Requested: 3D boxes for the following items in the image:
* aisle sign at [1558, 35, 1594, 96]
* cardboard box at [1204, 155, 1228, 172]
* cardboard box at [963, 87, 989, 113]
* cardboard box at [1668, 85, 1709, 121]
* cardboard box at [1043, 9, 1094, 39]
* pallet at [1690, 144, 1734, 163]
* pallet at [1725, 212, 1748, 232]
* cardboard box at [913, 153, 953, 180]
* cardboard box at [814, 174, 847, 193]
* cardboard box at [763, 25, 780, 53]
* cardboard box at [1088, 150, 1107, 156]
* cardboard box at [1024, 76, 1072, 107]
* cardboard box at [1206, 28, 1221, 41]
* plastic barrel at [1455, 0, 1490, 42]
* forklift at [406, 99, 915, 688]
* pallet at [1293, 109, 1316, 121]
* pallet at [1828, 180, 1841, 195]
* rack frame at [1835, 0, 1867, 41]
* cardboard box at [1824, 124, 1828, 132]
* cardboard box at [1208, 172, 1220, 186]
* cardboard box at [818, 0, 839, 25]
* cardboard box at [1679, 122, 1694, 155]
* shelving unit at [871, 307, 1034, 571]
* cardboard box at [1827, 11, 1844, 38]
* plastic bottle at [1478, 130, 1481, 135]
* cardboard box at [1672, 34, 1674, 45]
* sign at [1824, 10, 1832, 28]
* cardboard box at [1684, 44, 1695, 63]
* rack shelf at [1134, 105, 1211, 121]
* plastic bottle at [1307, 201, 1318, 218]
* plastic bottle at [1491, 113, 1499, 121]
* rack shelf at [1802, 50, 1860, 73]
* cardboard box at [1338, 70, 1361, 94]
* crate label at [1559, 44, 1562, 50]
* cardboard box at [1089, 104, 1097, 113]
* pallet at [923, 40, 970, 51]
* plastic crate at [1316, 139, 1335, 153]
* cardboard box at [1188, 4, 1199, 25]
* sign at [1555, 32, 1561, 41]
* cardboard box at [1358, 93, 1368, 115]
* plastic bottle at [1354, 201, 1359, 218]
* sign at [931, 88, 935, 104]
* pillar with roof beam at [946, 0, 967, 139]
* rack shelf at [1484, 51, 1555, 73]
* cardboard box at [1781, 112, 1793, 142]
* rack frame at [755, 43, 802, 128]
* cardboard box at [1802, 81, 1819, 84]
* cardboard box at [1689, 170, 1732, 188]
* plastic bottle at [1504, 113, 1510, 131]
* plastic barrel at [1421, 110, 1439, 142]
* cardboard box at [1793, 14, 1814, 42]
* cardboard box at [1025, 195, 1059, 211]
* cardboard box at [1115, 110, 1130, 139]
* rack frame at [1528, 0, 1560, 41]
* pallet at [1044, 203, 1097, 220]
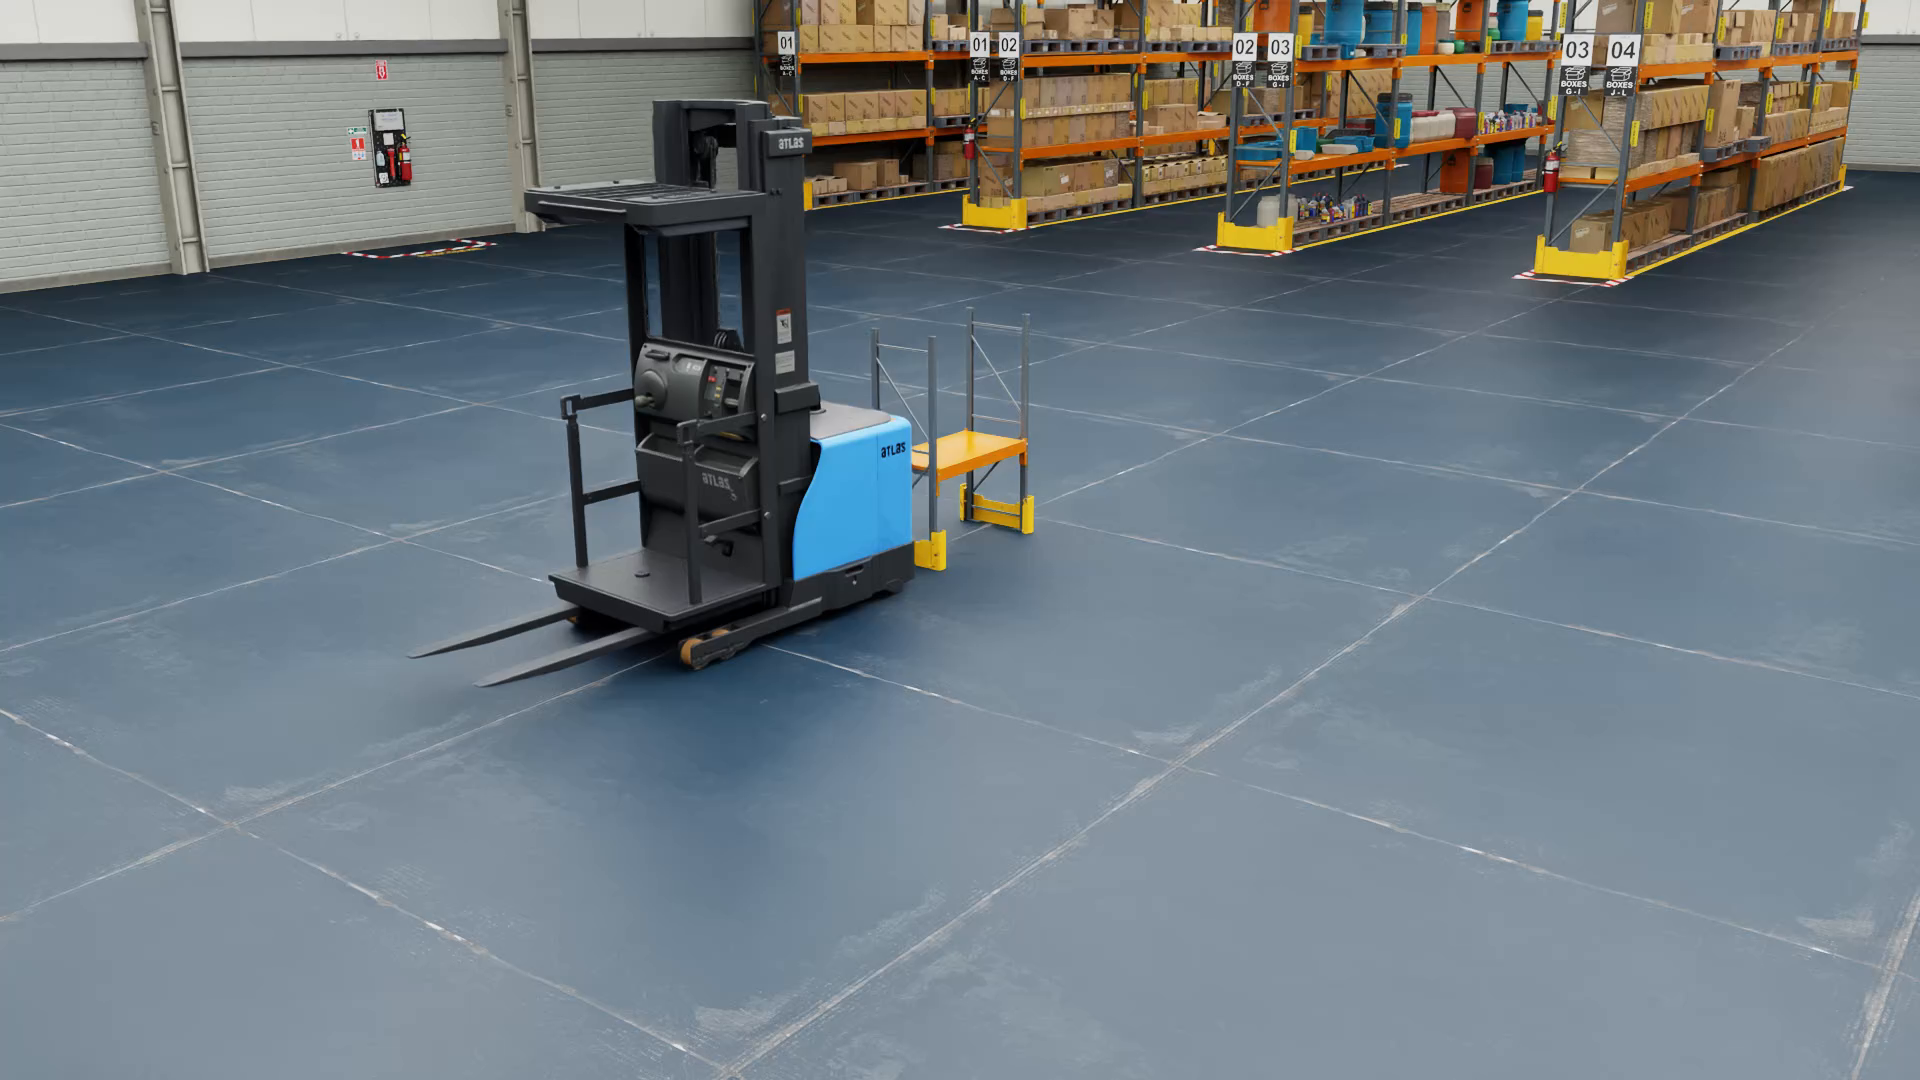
[{"bbox_3d":[8.283,-6.384,22.361,0.394,0.787,0.004,12,21,35],"label":"aisle sign"},{"bbox_3d":[5.260,-7.748,34.120,0.500,0.311,0.500,13,22,36],"label":"cardboard box"},{"bbox_3d":[0.397,-9.479,35.801,0.700,0.500,0.500,12,21,35],"label":"cardboard box"},{"bbox_3d":[10.897,-6.569,24.983,0.500,0.500,0.500,12,21,35],"label":"cardboard box"},{"bbox_3d":[1.908,-9.188,29.597,0.797,0.503,0.637,15,23,41],"label":"cardboard box"},{"bbox_3d":[11.516,-6.122,26.223,1.003,0.211,1.213,12,21,35],"label":"pallet"},{"bbox_3d":[12.861,-5.492,28.575,1.003,0.211,1.213,12,21,35],"label":"pallet"},{"bbox_3d":[-0.565,-7.878,35.027,0.700,0.500,0.500,13,22,37],"label":"cardboard box"},{"bbox_3d":[-2.549,-6.941,32.330,0.500,0.311,0.500,15,22,39],"label":"cardboard box"},{"bbox_3d":[-3.328,-9.364,31.081,0.500,0.500,0.500,14,22,39],"label":"cardboard box"},{"bbox_3d":[2.967,-9.373,39.284,0.750,0.750,0.750,13,22,36],"label":"cardboard box"},{"bbox_3d":[1.536,-7.891,29.241,0.700,0.500,0.500,13,21,35],"label":"cardboard box"},{"bbox_3d":[4.851,-10.077,33.122,0.500,0.250,0.500,13,22,36],"label":"cardboard box"},{"bbox_3d":[9.690,-9.858,31.441,0.600,0.830,0.708,12,21,35],"label":"plastic barrel"},{"bbox_3d":[-1.620,-0.869,9.100,1.130,2.935,3.031,14,22,39],"label":"forklift"},{"bbox_3d":[7.193,-9.451,36.945,1.003,0.211,1.213,12,21,35],"label":"pallet"},{"bbox_3d":[17.681,-7.379,34.651,1.003,0.211,1.213,12,21,35],"label":"pallet"},{"bbox_3d":[18.094,-11.780,34.006,1.000,3.000,0.127,12,21,35],"label":"rack frame"},{"bbox_3d":[16.926,-8.163,32.897,0.380,0.149,0.250,13,21,35],"label":"cardboard box"},{"bbox_3d":[4.952,-7.357,33.805,0.500,0.250,0.500,12,21,34],"label":"cardboard box"},{"bbox_3d":[-2.609,-9.857,30.982,0.500,0.500,0.500,12,21,34],"label":"cardboard box"},{"bbox_3d":[10.626,-6.151,25.323,0.875,0.500,0.500,12,21,35],"label":"cardboard box"},{"bbox_3d":[-0.045,-0.698,10.963,0.587,1.500,1.083,12,21,35],"label":"shelving unit"},{"bbox_3d":[16.878,-10.115,32.655,0.700,0.500,0.500,14,22,37],"label":"cardboard box"},{"bbox_3d":[9.867,-7.872,31.744,0.152,0.276,0.135,12,21,35],"label":"plastic bottle"},{"bbox_3d":[9.824,-7.052,23.418,0.380,0.149,0.250,12,21,34],"label":"cardboard box"},{"bbox_3d":[16.152,-9.699,30.958,0.100,0.325,0.005,12,21,35],"label":"sign"},{"bbox_3d":[10.263,-7.019,23.982,0.500,0.250,0.500,12,21,34],"label":"cardboard box"},{"bbox_3d":[4.968,-10.721,41.924,1.077,0.370,4.000,12,21,35],"label":"rack shelf"},{"bbox_3d":[5.920,-5.557,27.930,0.152,0.276,0.135,12,21,35],"label":"plastic bottle"},{"bbox_3d":[10.590,-8.270,32.900,0.144,0.351,0.185,12,21,35],"label":"plastic bottle"},{"bbox_3d":[16.903,-9.528,33.023,1.077,0.370,4.000,12,21,35],"label":"rack shelf"},{"bbox_3d":[8.878,-10.547,38.295,0.500,0.500,0.500,12,21,33],"label":"cardboard box"},{"bbox_3d":[12.257,-10.210,34.451,0.293,0.136,0.466,12,21,35],"label":"crate label"},{"bbox_3d":[2.243,-7.761,29.917,0.380,0.149,0.250,13,22,36],"label":"cardboard box"},{"bbox_3d":[-0.537,-10.154,34.143,1.213,0.211,1.003,12,21,35],"label":"pallet"},{"bbox_3d":[5.931,-6.558,27.661,0.450,0.188,0.662,12,21,35],"label":"plastic crate"},{"bbox_3d":[5.636,-13.169,41.646,0.500,0.500,0.500,13,22,36],"label":"cardboard box"},{"bbox_3d":[12.174,-10.177,33.885,0.100,0.325,0.005,12,21,35],"label":"sign"},{"bbox_3d":[9.184,-10.198,38.856,0.500,0.500,0.500,12,21,34],"label":"cardboard box"},{"bbox_3d":[6.636,-5.549,27.894,0.061,0.283,0.133,14,22,38],"label":"plastic bottle"},{"bbox_3d":[-0.550,-9.003,33.716,0.100,0.325,0.005,12,21,35],"label":"sign"},{"bbox_3d":[3.381,-11.583,33.371,9.100,9.000,0.400,12,21,35],"label":"pillar with roof beam"},{"bbox_3d":[10.541,-9.451,32.774,1.077,0.370,4.000,12,21,35],"label":"rack shelf"},{"bbox_3d":[14.743,-7.490,30.137,0.500,0.500,0.500,13,21,35],"label":"cardboard box"},{"bbox_3d":[-3.373,-7.730,31.080,1.000,3.000,0.127,12,21,35],"label":"rack frame"},{"bbox_3d":[17.293,-9.158,34.164,0.500,0.500,0.500,12,21,33],"label":"cardboard box"},{"bbox_3d":[12.645,-6.091,28.010,0.500,0.250,0.500,16,23,41],"label":"cardboard box"},{"bbox_3d":[10.792,-8.275,32.917,0.144,0.351,0.185,12,21,35],"label":"plastic bottle"},{"bbox_3d":[8.408,-7.464,29.993,0.433,0.535,0.433,0,17,0],"label":"plastic barrel"},{"bbox_3d":[15.373,-9.504,30.855,0.700,0.500,0.500,13,22,36],"label":"cardboard box"},{"bbox_3d":[1.400,-5.952,29.279,0.500,0.250,0.500,12,21,35],"label":"cardboard box"},{"bbox_3d":[2.731,-7.750,30.973,0.700,0.500,0.500,12,21,33],"label":"cardboard box"},{"bbox_3d":[11.733,-11.703,33.756,1.000,3.000,0.127,12,21,35],"label":"rack frame"},{"bbox_3d":[1.757,-6.003,30.219,1.003,0.211,1.213,12,21,35],"label":"pallet"}]
